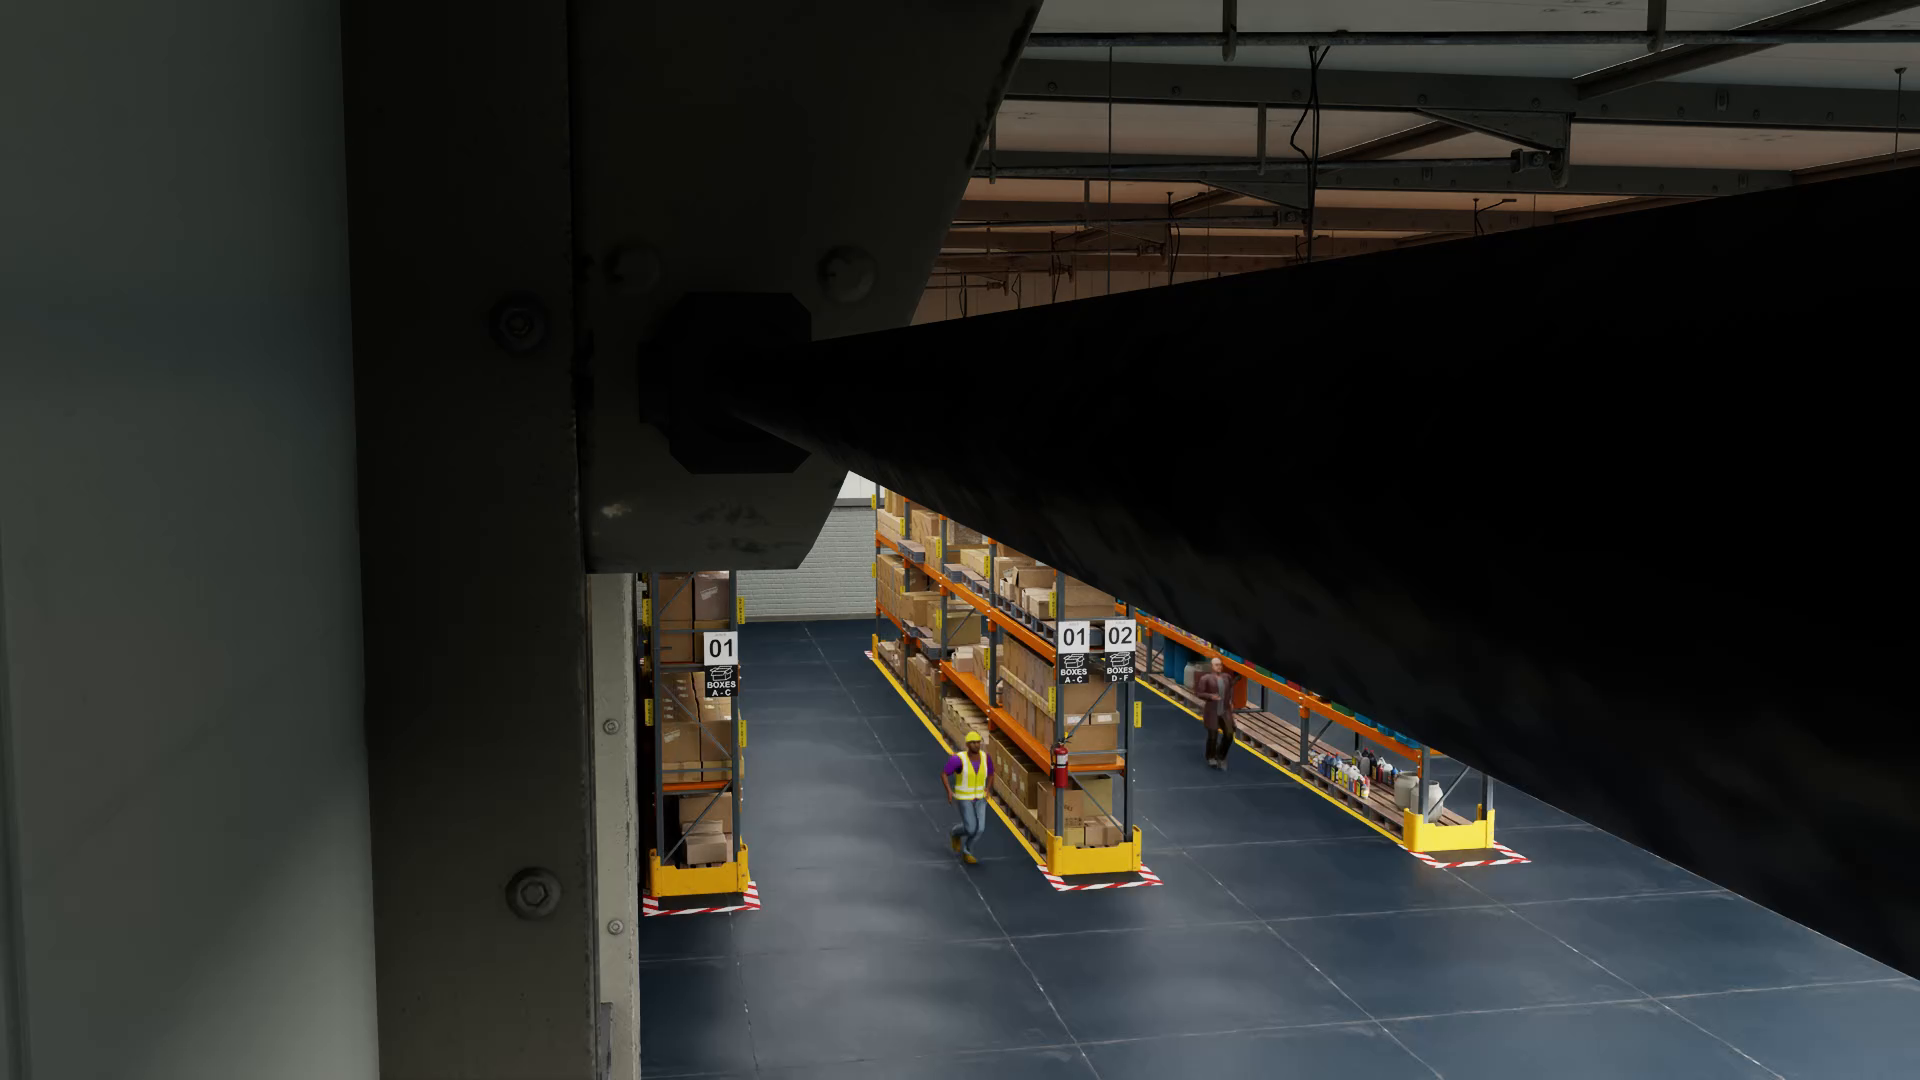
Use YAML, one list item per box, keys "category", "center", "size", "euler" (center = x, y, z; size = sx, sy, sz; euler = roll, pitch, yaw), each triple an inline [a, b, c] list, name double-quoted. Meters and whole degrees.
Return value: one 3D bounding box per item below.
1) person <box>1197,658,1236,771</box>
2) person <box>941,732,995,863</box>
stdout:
- category: "person"
  center: [4.085, 2.762, 26.265]
  size: [0.687, 1.805, 0.733]
  euler: [-1, 6, -12]
- category: "person"
  center: [0.134, 3.290, 21.348]
  size: [0.700, 1.693, 0.583]
  euler: [-3, 7, -27]
